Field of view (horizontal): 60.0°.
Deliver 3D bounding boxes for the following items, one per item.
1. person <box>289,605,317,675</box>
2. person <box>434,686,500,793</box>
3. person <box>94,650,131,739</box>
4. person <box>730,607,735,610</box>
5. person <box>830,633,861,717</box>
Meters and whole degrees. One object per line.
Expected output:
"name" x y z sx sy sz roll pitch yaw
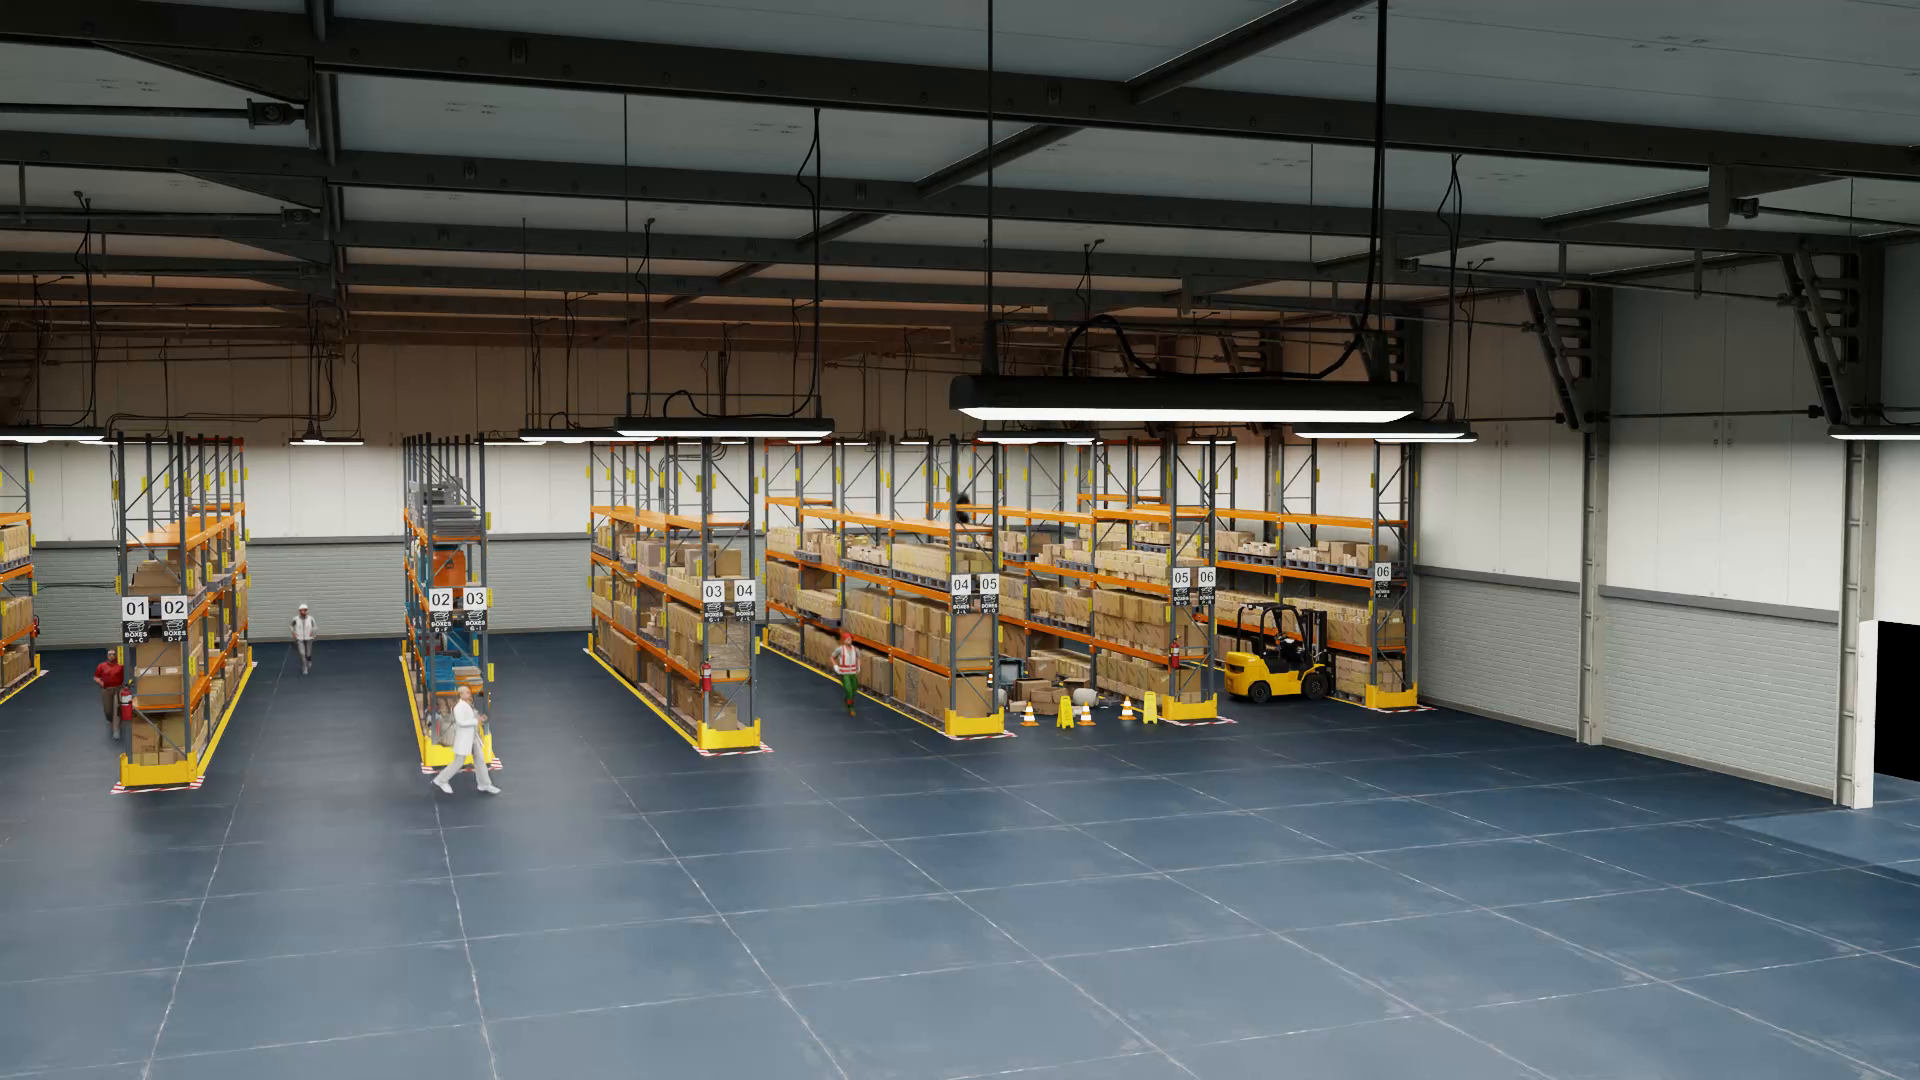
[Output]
"person" -16.687 2.519 42.252 0.668 1.769 0.818 -2 4 -26
"person" -8.123 3.283 27.348 1.055 1.773 0.705 0 3 6
"person" -16.837 3.035 33.061 0.663 1.721 0.938 -2 4 -26
"person" -6.316 2.245 46.743 0.749 1.751 0.869 -1 3 -14
"person" -2.421 2.868 35.646 0.690 1.755 0.812 -2 4 -28
